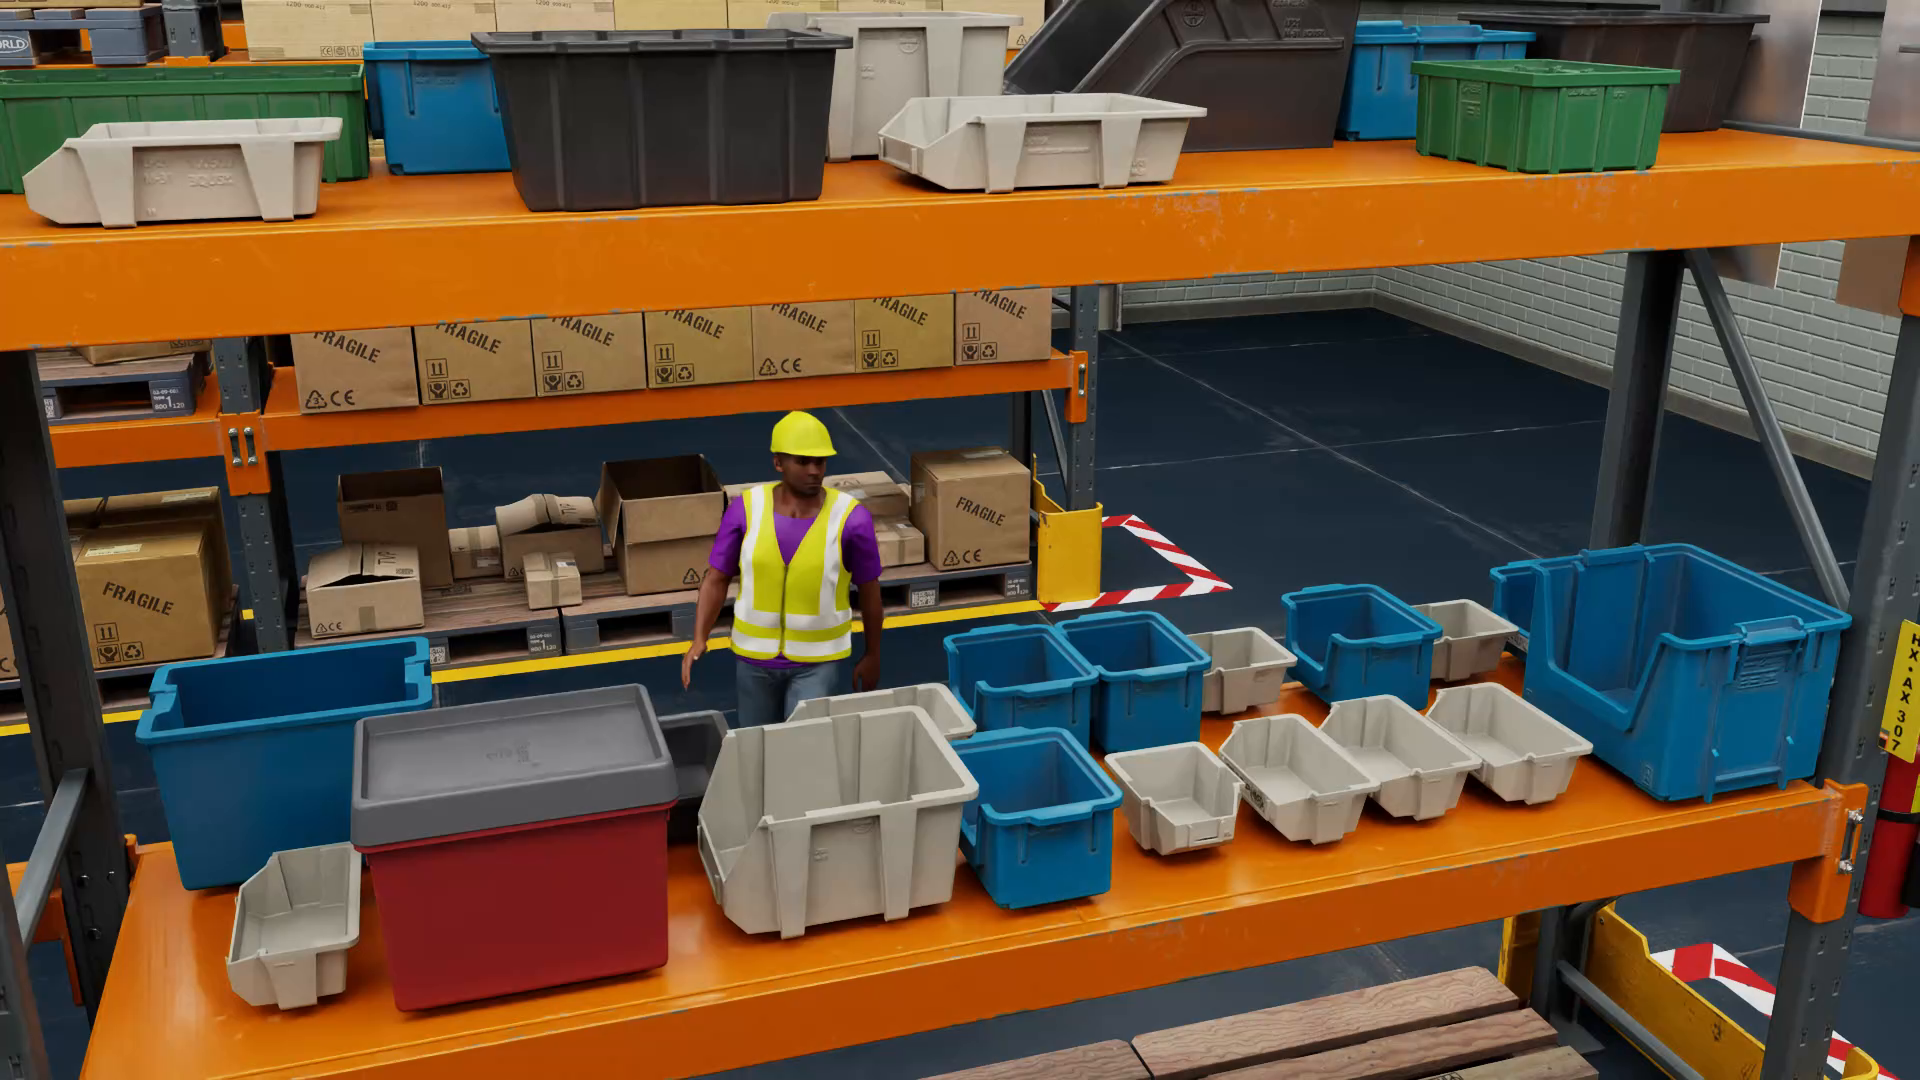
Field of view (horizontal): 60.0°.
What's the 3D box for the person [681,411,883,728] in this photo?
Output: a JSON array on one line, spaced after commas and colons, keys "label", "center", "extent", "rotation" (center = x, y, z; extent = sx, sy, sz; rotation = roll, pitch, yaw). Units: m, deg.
[{"label": "person", "center": [-0.621, 0.425, 5.856], "extent": [0.650, 1.720, 0.938], "rotation": [2, 19, 6]}]
